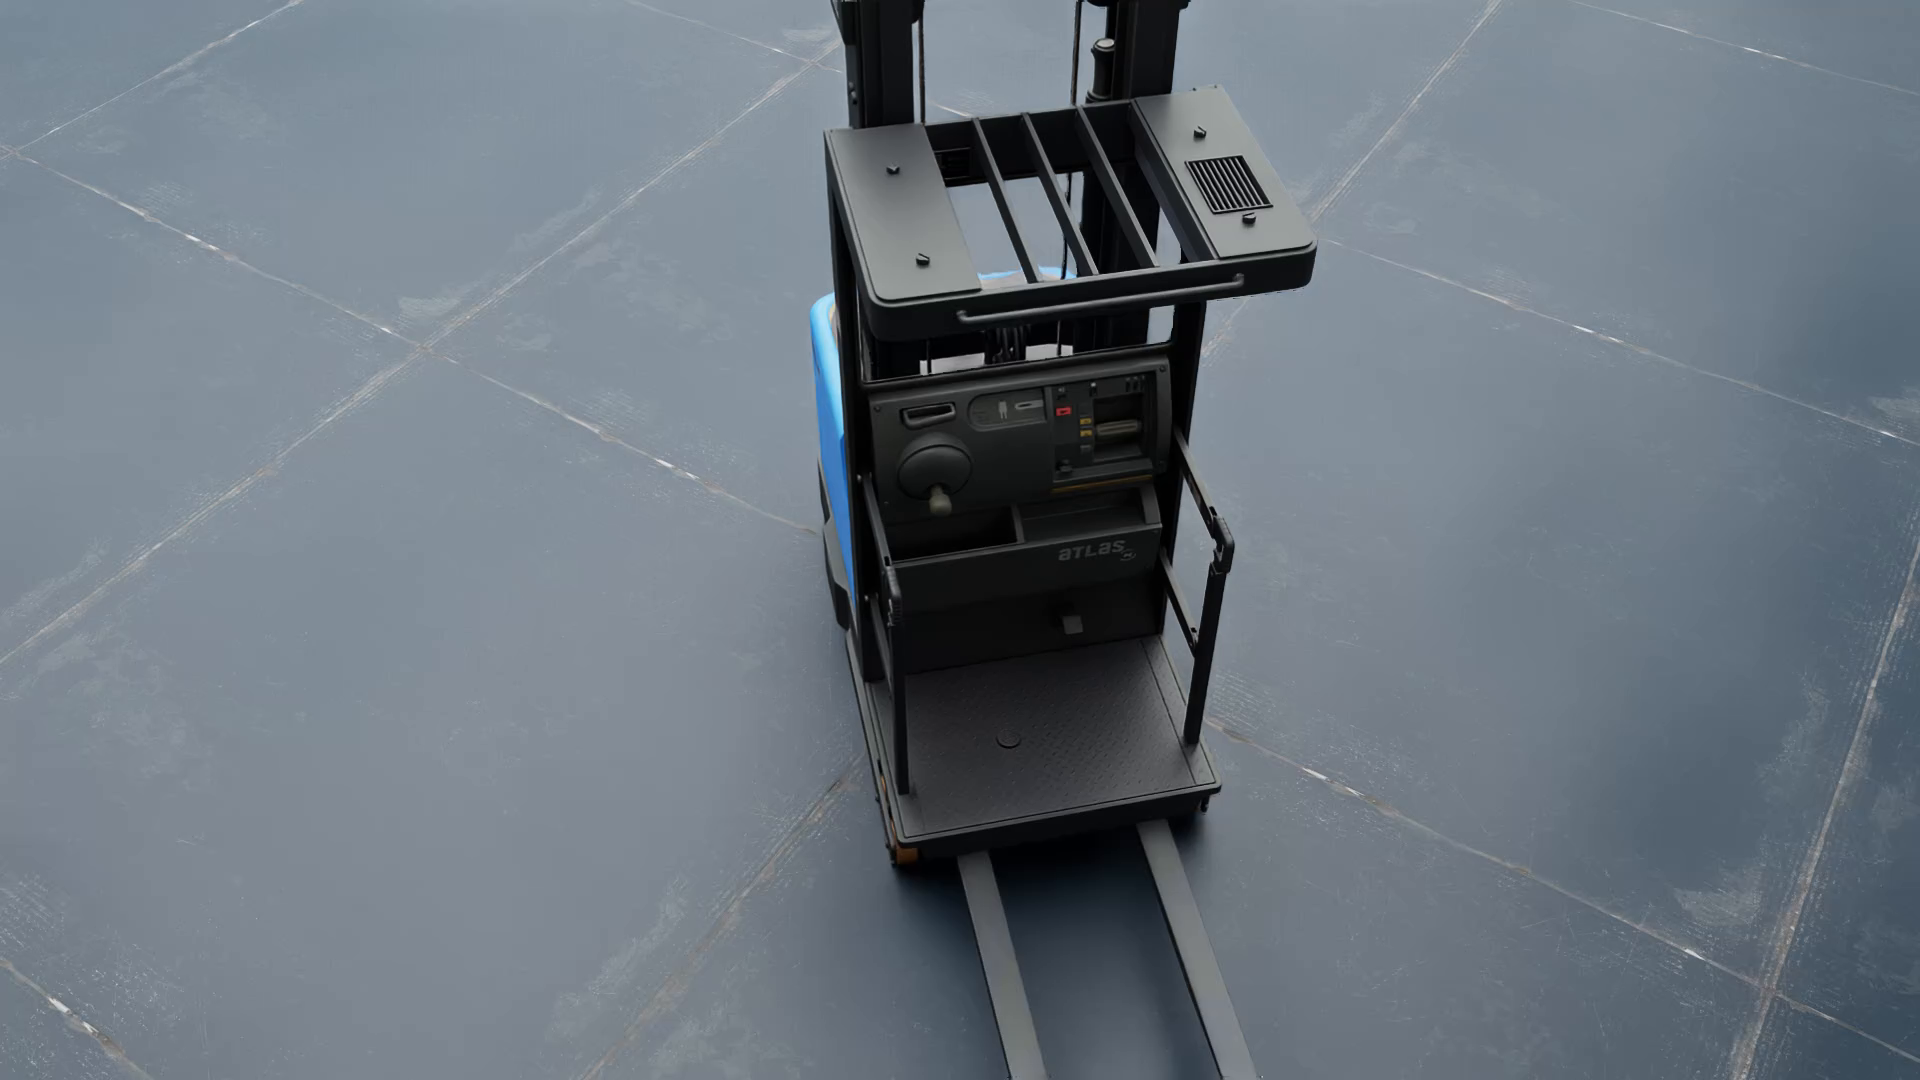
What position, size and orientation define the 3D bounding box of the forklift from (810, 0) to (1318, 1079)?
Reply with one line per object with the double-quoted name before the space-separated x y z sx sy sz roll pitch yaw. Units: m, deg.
"forklift" 0.238 -0.217 4.917 1.130 2.935 3.031 -9 46 -8
